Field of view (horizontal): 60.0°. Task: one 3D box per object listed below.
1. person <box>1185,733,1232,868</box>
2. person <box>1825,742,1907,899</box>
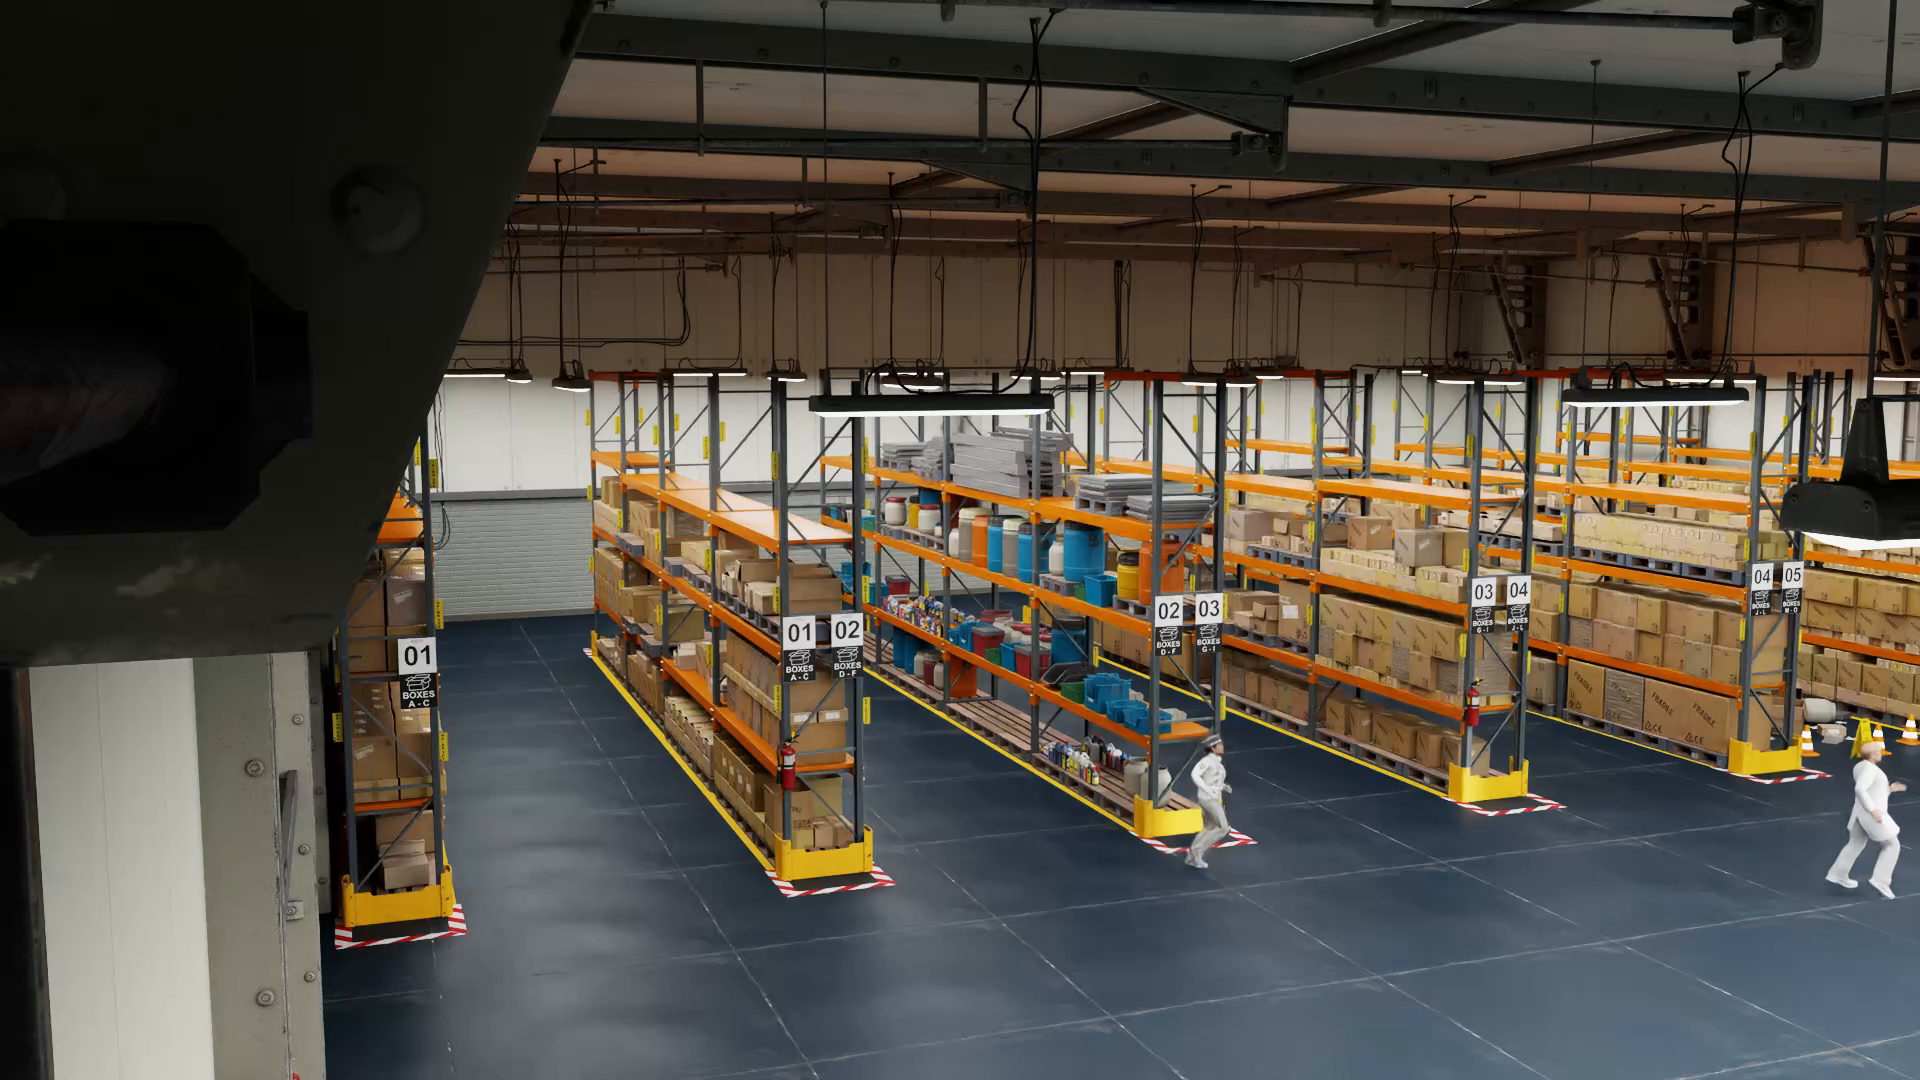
[{"bbox_3d":[3.096,3.214,20.605,0.545,1.638,0.601,2,7,15],"label":"person"},{"bbox_3d":[10.645,3.282,19.485,0.835,1.849,0.669,0,6,3],"label":"person"}]
